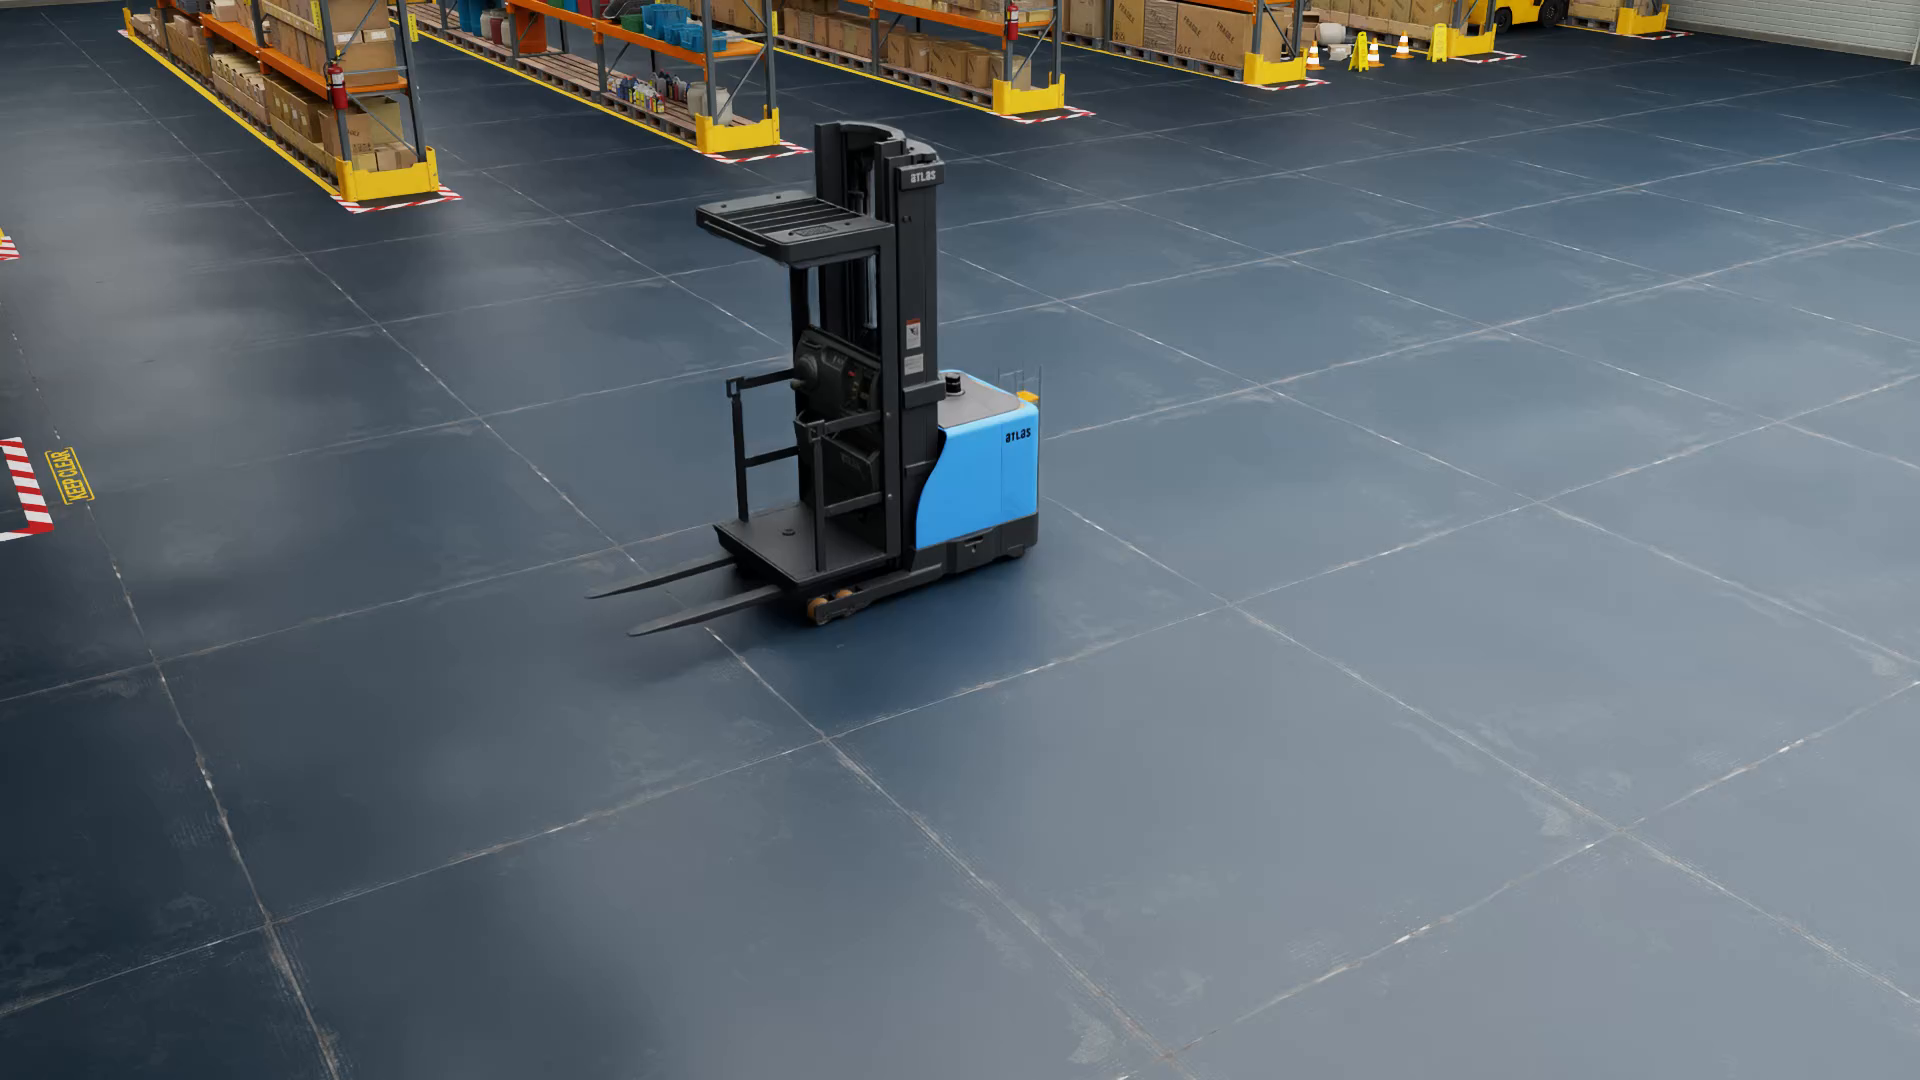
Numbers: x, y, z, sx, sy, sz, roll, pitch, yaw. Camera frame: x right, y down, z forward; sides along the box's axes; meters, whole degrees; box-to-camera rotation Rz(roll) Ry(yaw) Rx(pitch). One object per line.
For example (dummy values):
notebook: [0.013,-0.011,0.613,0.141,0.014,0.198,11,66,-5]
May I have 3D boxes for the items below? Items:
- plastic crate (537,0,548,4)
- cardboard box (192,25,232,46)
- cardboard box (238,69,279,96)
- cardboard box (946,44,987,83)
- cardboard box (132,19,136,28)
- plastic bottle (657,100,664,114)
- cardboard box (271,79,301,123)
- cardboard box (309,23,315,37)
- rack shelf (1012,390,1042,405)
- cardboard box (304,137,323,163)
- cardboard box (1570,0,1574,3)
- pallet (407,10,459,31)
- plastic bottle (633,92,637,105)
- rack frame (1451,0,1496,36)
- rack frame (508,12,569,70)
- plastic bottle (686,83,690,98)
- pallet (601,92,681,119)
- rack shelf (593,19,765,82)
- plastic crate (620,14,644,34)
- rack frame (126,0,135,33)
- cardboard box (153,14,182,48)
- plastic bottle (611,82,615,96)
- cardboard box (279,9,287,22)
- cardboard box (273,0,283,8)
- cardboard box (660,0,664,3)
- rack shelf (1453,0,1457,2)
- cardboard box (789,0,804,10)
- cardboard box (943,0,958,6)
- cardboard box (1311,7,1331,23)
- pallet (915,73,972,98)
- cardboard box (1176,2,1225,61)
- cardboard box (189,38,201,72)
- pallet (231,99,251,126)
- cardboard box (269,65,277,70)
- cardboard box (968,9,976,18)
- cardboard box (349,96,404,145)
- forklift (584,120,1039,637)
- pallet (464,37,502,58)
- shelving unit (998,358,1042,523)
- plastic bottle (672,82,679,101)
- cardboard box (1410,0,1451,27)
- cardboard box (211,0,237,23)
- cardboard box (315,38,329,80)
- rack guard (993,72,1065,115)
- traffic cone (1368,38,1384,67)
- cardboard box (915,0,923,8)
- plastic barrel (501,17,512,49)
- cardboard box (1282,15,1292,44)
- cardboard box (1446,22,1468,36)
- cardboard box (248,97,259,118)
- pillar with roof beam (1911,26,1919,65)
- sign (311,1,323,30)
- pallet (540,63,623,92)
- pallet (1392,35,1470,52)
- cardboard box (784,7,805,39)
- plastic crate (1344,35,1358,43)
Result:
plastic crate: [-6.779,-9.129,27.462,0.402,0.464,0.583,-16,29,-30]
cardboard box: [-12.299,-8.303,27.322,0.500,0.250,0.500,-14,29,-28]
cardboard box: [-10.394,-6.808,24.691,0.500,0.311,0.500,-16,29,-30]
cardboard box: [0.104,-7.763,27.080,0.500,0.500,0.500,-13,28,-25]
cardboard box: [-15.847,-10.056,32.305,0.380,0.166,0.250,-16,29,-30]
plastic bottle: [-4.407,-6.376,24.468,0.097,0.201,0.097,0,25,0]
cardboard box: [-9.103,-6.036,22.834,0.500,0.500,0.500,-16,29,-30]
cardboard box: [-7.977,-6.441,20.966,0.380,0.149,0.250,-15,29,-29]
rack shelf: [0.413,-0.951,11.582,0.258,0.103,0.180,-18,31,-33]
cardboard box: [-8.288,-5.159,21.856,0.500,0.250,0.500,-16,29,-30]
cardboard box: [12.480,-11.145,33.951,0.500,0.250,0.500,-16,30,-31]
pallet: [-10.692,-10.610,33.940,1.003,0.211,1.213,-16,29,-30]
plastic bottle: [-4.890,-6.693,25.138,0.097,0.201,0.097,0,25,0]
rack frame: [9.415,-10.352,30.127,1.000,3.000,0.127,-16,29,-30]
rack frame: [-7.405,-9.749,28.851,1.000,3.000,0.127,-16,29,-30]
plastic bottle: [-4.119,-6.805,25.295,0.097,0.271,0.097,0,25,0]
pallet: [-4.890,-6.808,25.886,1.003,0.211,1.213,-16,29,-30]
rack shelf: [-4.129,-7.278,24.459,1.077,0.370,4.000,-16,29,-30]
plastic crate: [-4.717,-7.672,24.698,0.450,0.188,0.662,-16,29,-30]
rack frame: [-15.924,-11.458,32.470,1.000,3.000,0.127,-16,29,-30]
cardboard box: [-14.289,-9.233,30.171,0.500,0.500,0.500,-16,29,-30]
plastic bottle: [-5.359,-7.000,25.789,0.097,0.201,0.097,0,25,0]
cardboard box: [-8.830,-6.998,22.145,0.380,0.149,0.250,-17,30,-31]
cardboard box: [-8.849,-7.460,22.364,0.700,0.500,0.500,-16,29,-30]
cardboard box: [-6.223,-12.140,35.912,0.875,0.875,0.875,-16,29,-30]
rack shelf: [8.324,-10.742,31.796,1.077,0.370,4.000,-16,29,-30]
cardboard box: [-2.864,-10.079,31.083,0.500,0.250,0.500,-14,29,-28]
cardboard box: [0.225,-8.765,26.300,0.875,0.500,0.500,-16,29,-30]
cardboard box: [7.328,-10.455,33.075,0.500,0.250,0.500,-17,30,-32]
pallet: [-0.005,-7.543,27.444,1.003,0.211,1.213,-16,29,-30]
cardboard box: [4.415,-8.933,29.117,0.875,0.875,0.875,-16,30,-30]
cardboard box: [-12.546,-8.130,27.833,0.500,0.500,0.500,-17,30,-31]
pallet: [-10.478,-6.596,25.437,1.003,0.211,1.213,-16,29,-30]
cardboard box: [-10.231,-7.121,25.356,0.500,0.311,0.500,-15,29,-28]
cardboard box: [0.345,-8.243,25.953,0.380,0.149,0.250,-16,29,-30]
cardboard box: [-7.571,-5.443,21.579,0.500,0.500,0.500,-16,29,-30]
forklift: [-0.951,-1.045,10.492,3.031,2.935,1.130,-17,30,-32]
pallet: [-8.532,-9.197,30.947,1.003,0.211,1.213,-16,29,-30]
shelving unit: [0.413,-0.665,11.716,0.258,1.200,0.189,-18,31,-33]
plastic bottle: [-4.351,-6.858,25.392,0.061,0.283,0.133,-16,29,-30]
cardboard box: [8.759,-9.863,30.942,0.500,0.500,0.500,-15,29,-29]
cardboard box: [-11.231,-8.191,25.654,0.500,0.311,0.500,-16,30,-30]
cardboard box: [-7.725,-6.137,21.081,0.700,0.500,0.500,-15,29,-28]
rack guard: [1.071,-6.939,25.826,1.175,0.500,0.348,-16,29,-30]
traffic cone: [7.355,-8.677,29.552,0.336,0.463,0.334,-16,29,-30]
cardboard box: [-0.503,-8.771,27.073,0.380,0.149,0.250,-16,29,-30]
plastic barrel: [-8.069,-9.166,30.038,0.421,0.512,0.421,0,25,0]
cardboard box: [5.818,-9.655,31.416,0.797,0.637,0.503,-16,29,-30]
cardboard box: [9.207,-9.651,31.372,0.500,0.250,0.500,-16,30,-30]
cardboard box: [-10.117,-6.374,24.430,0.500,0.250,0.500,-16,30,-30]
pillar with roof beam: [13.616,-11.533,25.601,9.100,9.000,0.400,-16,29,-30]
sign: [-7.652,-6.244,19.792,0.100,0.325,0.005,-16,29,-30]
pallet: [-6.353,-7.766,27.917,1.003,0.211,1.213,-16,29,-30]
pallet: [8.960,-9.417,31.413,1.003,0.211,1.213,-16,29,-30]
cardboard box: [-2.872,-9.737,31.238,0.700,0.500,0.500,-17,30,-32]
plastic crate: [7.402,-9.710,32.186,0.583,0.080,0.402,18,31,33]
